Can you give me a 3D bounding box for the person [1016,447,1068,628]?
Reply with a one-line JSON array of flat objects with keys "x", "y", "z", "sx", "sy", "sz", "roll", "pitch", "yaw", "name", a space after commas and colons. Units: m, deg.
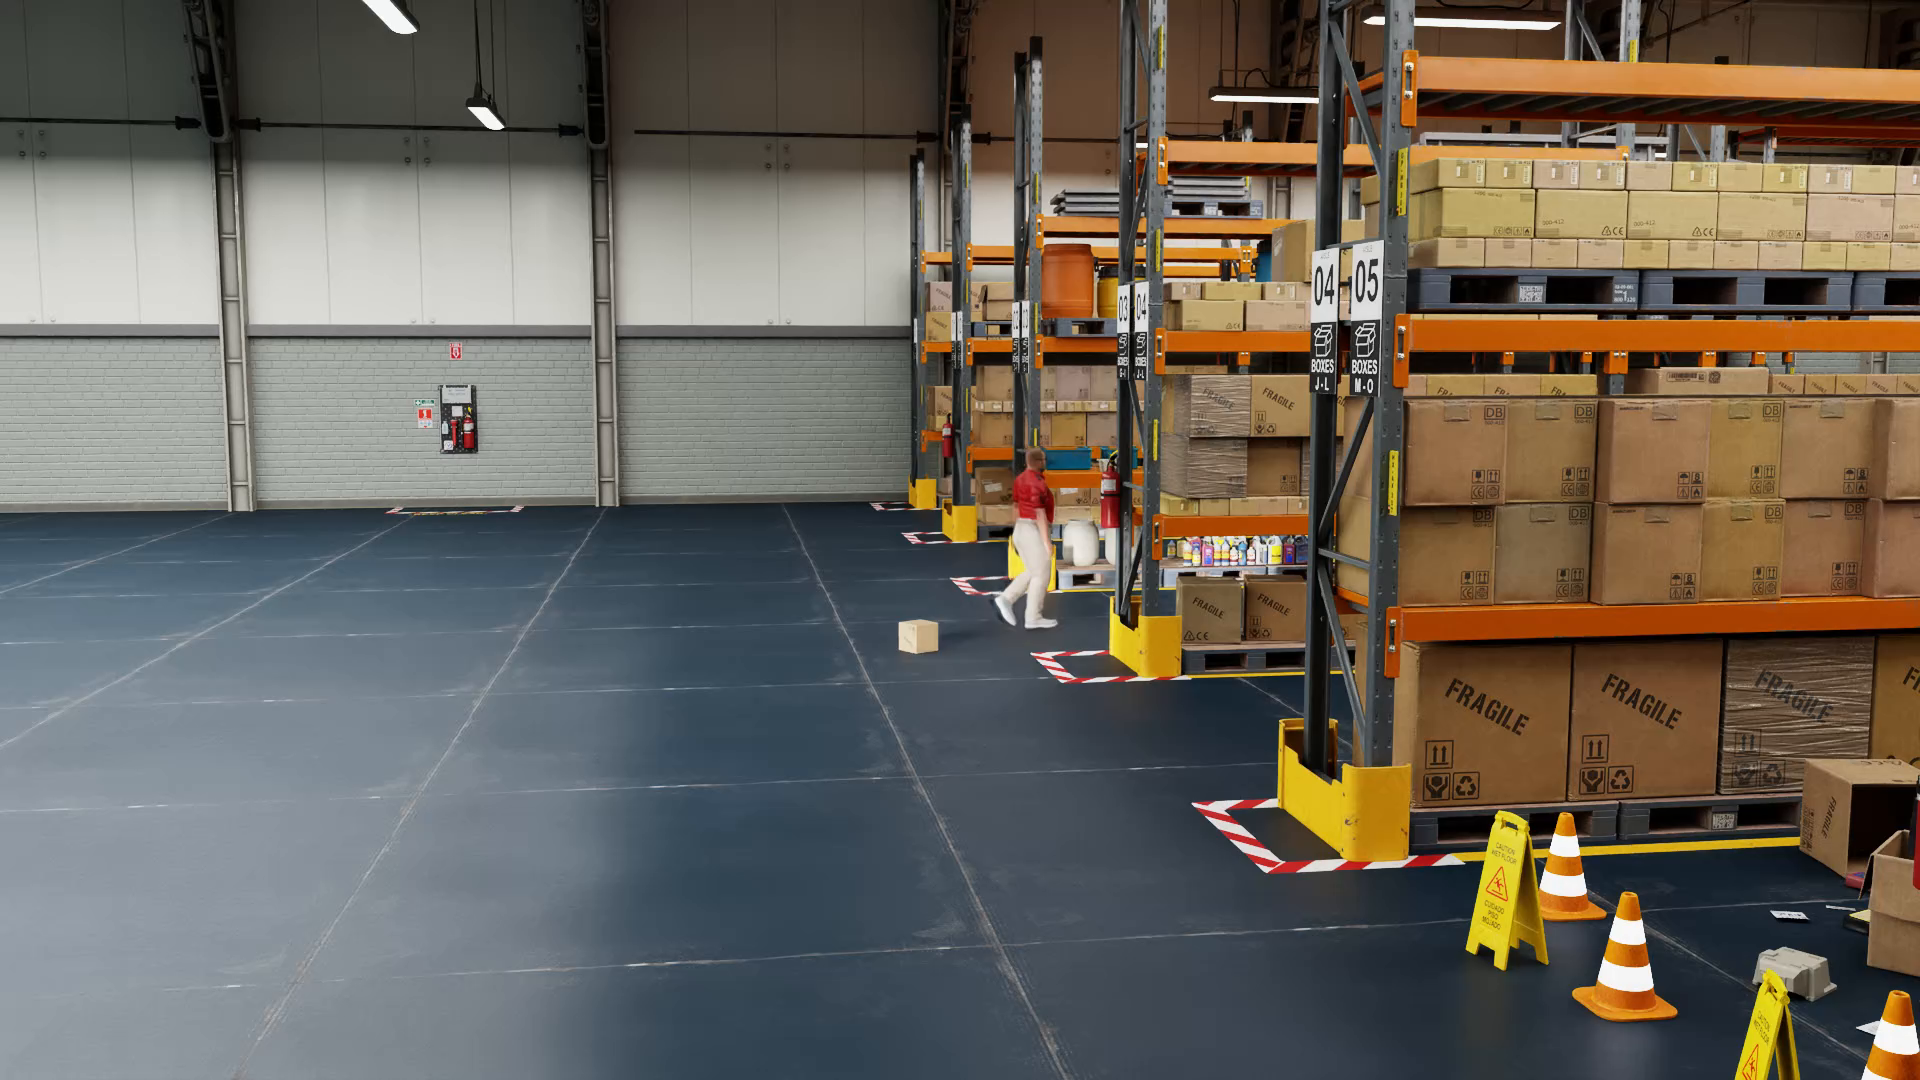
[{"x": 0.799, "y": -0.009, "z": 15.812, "sx": 0.445, "sy": 1.757, "sz": 0.544, "roll": -2, "pitch": 7, "yaw": -21, "name": "person"}]
